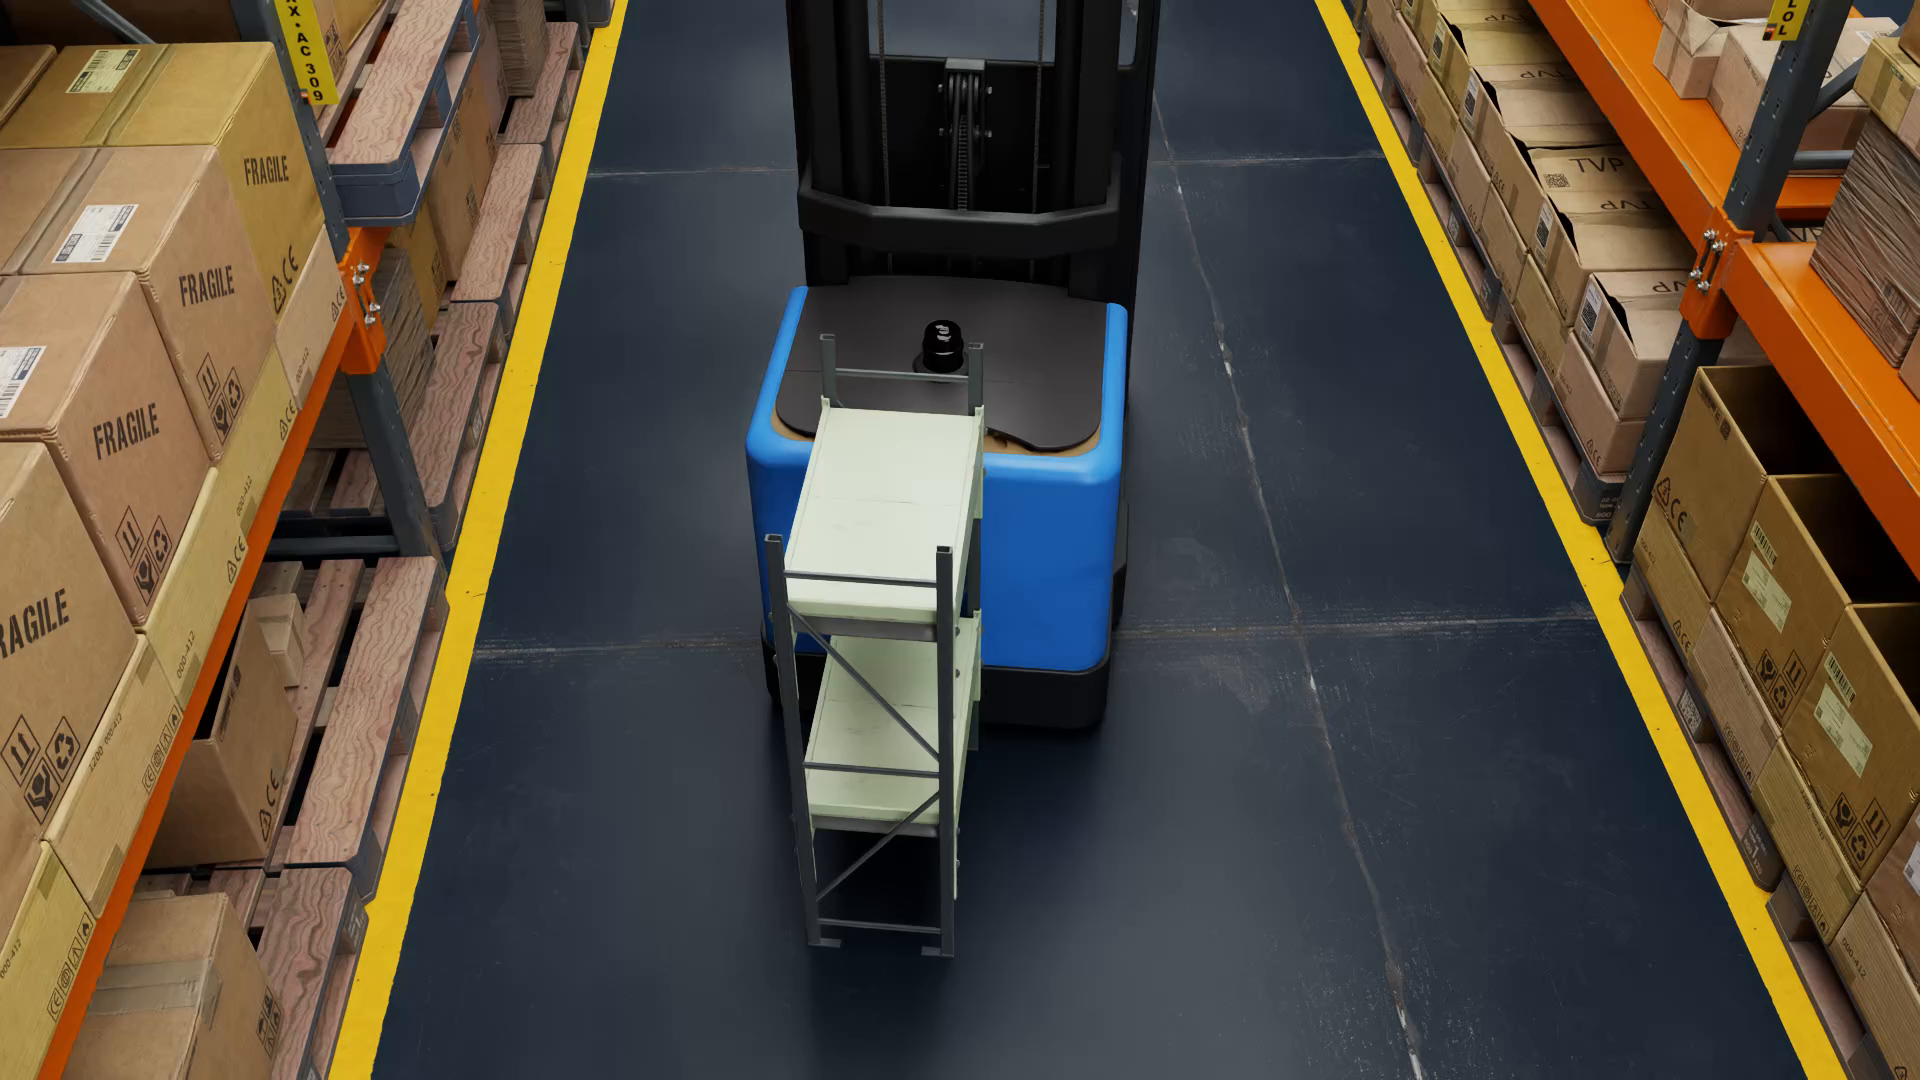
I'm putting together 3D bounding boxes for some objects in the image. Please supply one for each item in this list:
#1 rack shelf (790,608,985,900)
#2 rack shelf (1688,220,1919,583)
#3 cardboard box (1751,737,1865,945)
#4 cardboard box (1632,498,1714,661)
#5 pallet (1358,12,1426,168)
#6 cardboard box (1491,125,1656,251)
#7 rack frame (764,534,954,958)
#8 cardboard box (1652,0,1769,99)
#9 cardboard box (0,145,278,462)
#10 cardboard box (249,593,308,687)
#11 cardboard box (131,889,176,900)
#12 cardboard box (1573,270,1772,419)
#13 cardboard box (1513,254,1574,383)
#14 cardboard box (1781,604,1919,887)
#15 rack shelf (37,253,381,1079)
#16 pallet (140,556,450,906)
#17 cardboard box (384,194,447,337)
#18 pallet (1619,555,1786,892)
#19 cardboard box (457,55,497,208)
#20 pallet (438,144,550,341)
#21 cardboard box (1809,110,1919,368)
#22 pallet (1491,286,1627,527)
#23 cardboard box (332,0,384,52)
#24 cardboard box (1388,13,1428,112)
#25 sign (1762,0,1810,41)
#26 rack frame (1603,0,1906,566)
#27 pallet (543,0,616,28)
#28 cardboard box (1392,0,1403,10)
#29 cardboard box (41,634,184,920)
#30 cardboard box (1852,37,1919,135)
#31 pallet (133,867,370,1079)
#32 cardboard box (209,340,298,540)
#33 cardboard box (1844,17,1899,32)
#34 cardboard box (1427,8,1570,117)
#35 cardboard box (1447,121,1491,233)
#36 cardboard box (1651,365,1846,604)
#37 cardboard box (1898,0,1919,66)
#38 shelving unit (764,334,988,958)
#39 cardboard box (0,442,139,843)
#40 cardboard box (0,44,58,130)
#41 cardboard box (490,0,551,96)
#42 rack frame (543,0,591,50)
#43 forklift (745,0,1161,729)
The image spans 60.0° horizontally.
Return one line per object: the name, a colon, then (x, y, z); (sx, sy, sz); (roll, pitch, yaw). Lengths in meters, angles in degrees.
rack shelf: (-0.179, 0.555, 4.518); (0.431, 0.370, 0.720); (4, 43, 4)
rack shelf: (2.807, 0.542, 3.472); (1.077, 0.370, 4.000); (-2, 43, -2)
cardboard box: (2.472, 0.782, 4.401); (0.500, 0.250, 0.500); (-2, 43, -2)
cardboard box: (2.439, 0.107, 5.138); (0.500, 0.250, 0.500); (-2, 43, -2)
pallet: (2.549, -2.189, 7.982); (1.003, 0.211, 1.213); (-2, 43, -2)
cardboard box: (2.372, -1.375, 6.339); (0.500, 0.311, 0.500); (-2, 43, -2)
rack frame: (-0.215, 0.560, 4.029); (0.400, 1.500, 0.023); (4, 43, 4)
cardboard box: (2.502, -1.612, 5.389); (0.396, 0.266, 0.258); (-3, 43, -3)
cardboard box: (-1.871, -0.511, 3.628); (0.500, 0.500, 0.500); (-2, 43, -2)
cardboard box: (-2.174, 0.314, 4.959); (0.380, 0.166, 0.250); (-7, 43, -7)
cardboard box: (-2.179, 1.040, 4.180); (0.380, 0.149, 0.250); (-5, 43, -5)
cardboard box: (2.419, -0.687, 5.589); (0.500, 0.311, 0.500); (-2, 43, -2)
cardboard box: (2.396, -0.828, 6.158); (0.500, 0.250, 0.500); (-2, 43, -2)
cardboard box: (2.472, 0.506, 4.147); (0.500, 0.500, 0.500); (-2, 43, -2)
rack shelf: (-2.142, 0.686, 3.314); (1.077, 0.370, 4.000); (-2, 43, -2)
pallet: (-2.163, 0.551, 4.992); (1.003, 0.211, 1.213); (-2, 43, -2)
cardboard box: (-2.347, -1.014, 6.160); (0.700, 0.500, 0.500); (-2, 43, -3)
pallet: (2.714, 0.492, 5.057); (1.003, 0.211, 1.213); (-2, 43, -2)
cardboard box: (-2.359, -1.700, 6.909); (0.700, 0.500, 0.500); (-2, 43, -2)
pallet: (-2.316, -1.252, 6.960); (1.003, 0.211, 1.213); (-2, 43, -2)
cardboard box: (2.748, -0.811, 4.341); (0.700, 0.500, 0.500); (-3, 43, -3)
pallet: (2.652, -0.542, 6.185); (1.003, 0.211, 1.213); (-2, 43, -2)
cardboard box: (-2.231, -1.850, 5.149); (0.700, 0.500, 0.500); (2, 43, 3)
cardboard box: (2.304, -2.214, 7.670); (0.500, 0.250, 0.500); (-3, 43, -3)
sign: (2.181, -1.449, 4.313); (0.100, 0.325, 0.005); (-2, 43, -2)
rack frame: (2.723, -1.074, 4.702); (1.000, 3.000, 0.127); (-2, 43, -2)
pallet: (-2.355, -3.136, 9.015); (1.003, 0.211, 1.213); (-2, 43, -2)
cardboard box: (2.281, -2.760, 7.850); (0.500, 0.311, 0.500); (0, 43, 0)
cardboard box: (-1.831, 0.445, 3.141); (0.500, 0.250, 0.500); (-1, 43, -1)
cardboard box: (2.540, -1.163, 4.245); (0.380, 0.149, 0.250); (-2, 43, -2)
pallet: (-2.108, 1.377, 4.092); (1.003, 0.211, 1.213); (-2, 43, -2)
cardboard box: (-1.891, -0.233, 3.881); (0.500, 0.250, 0.500); (-1, 43, -2)
cardboard box: (2.889, -1.585, 5.445); (0.380, 0.149, 0.250); (-2, 43, -2)
cardboard box: (2.332, -2.061, 7.088); (0.500, 0.311, 0.500); (-3, 43, -3)
cardboard box: (2.353, -1.517, 6.909); (0.500, 0.250, 0.500); (-1, 43, -1)
cardboard box: (2.429, -0.169, 4.884); (0.500, 0.500, 0.500); (-2, 43, -2)
cardboard box: (2.748, -1.289, 3.903); (0.700, 0.500, 0.500); (-1, 43, -2)
shelving unit: (-0.179, 0.314, 4.297); (0.431, 1.500, 0.755); (4, 43, 4)
cardboard box: (-1.837, 0.181, 2.874); (0.500, 0.500, 0.500); (0, 43, 0)
cardboard box: (-2.415, -0.834, 3.982); (0.500, 0.500, 0.500); (-3, 43, -3)
cardboard box: (-2.314, -2.386, 7.657); (0.700, 0.500, 0.500); (-1, 43, -1)
rack frame: (-2.396, -3.629, 7.490); (1.000, 3.000, 0.127); (-2, 43, -2)
forklift: (0.061, -1.504, 5.221); (1.130, 2.935, 3.031); (4, 43, 4)
